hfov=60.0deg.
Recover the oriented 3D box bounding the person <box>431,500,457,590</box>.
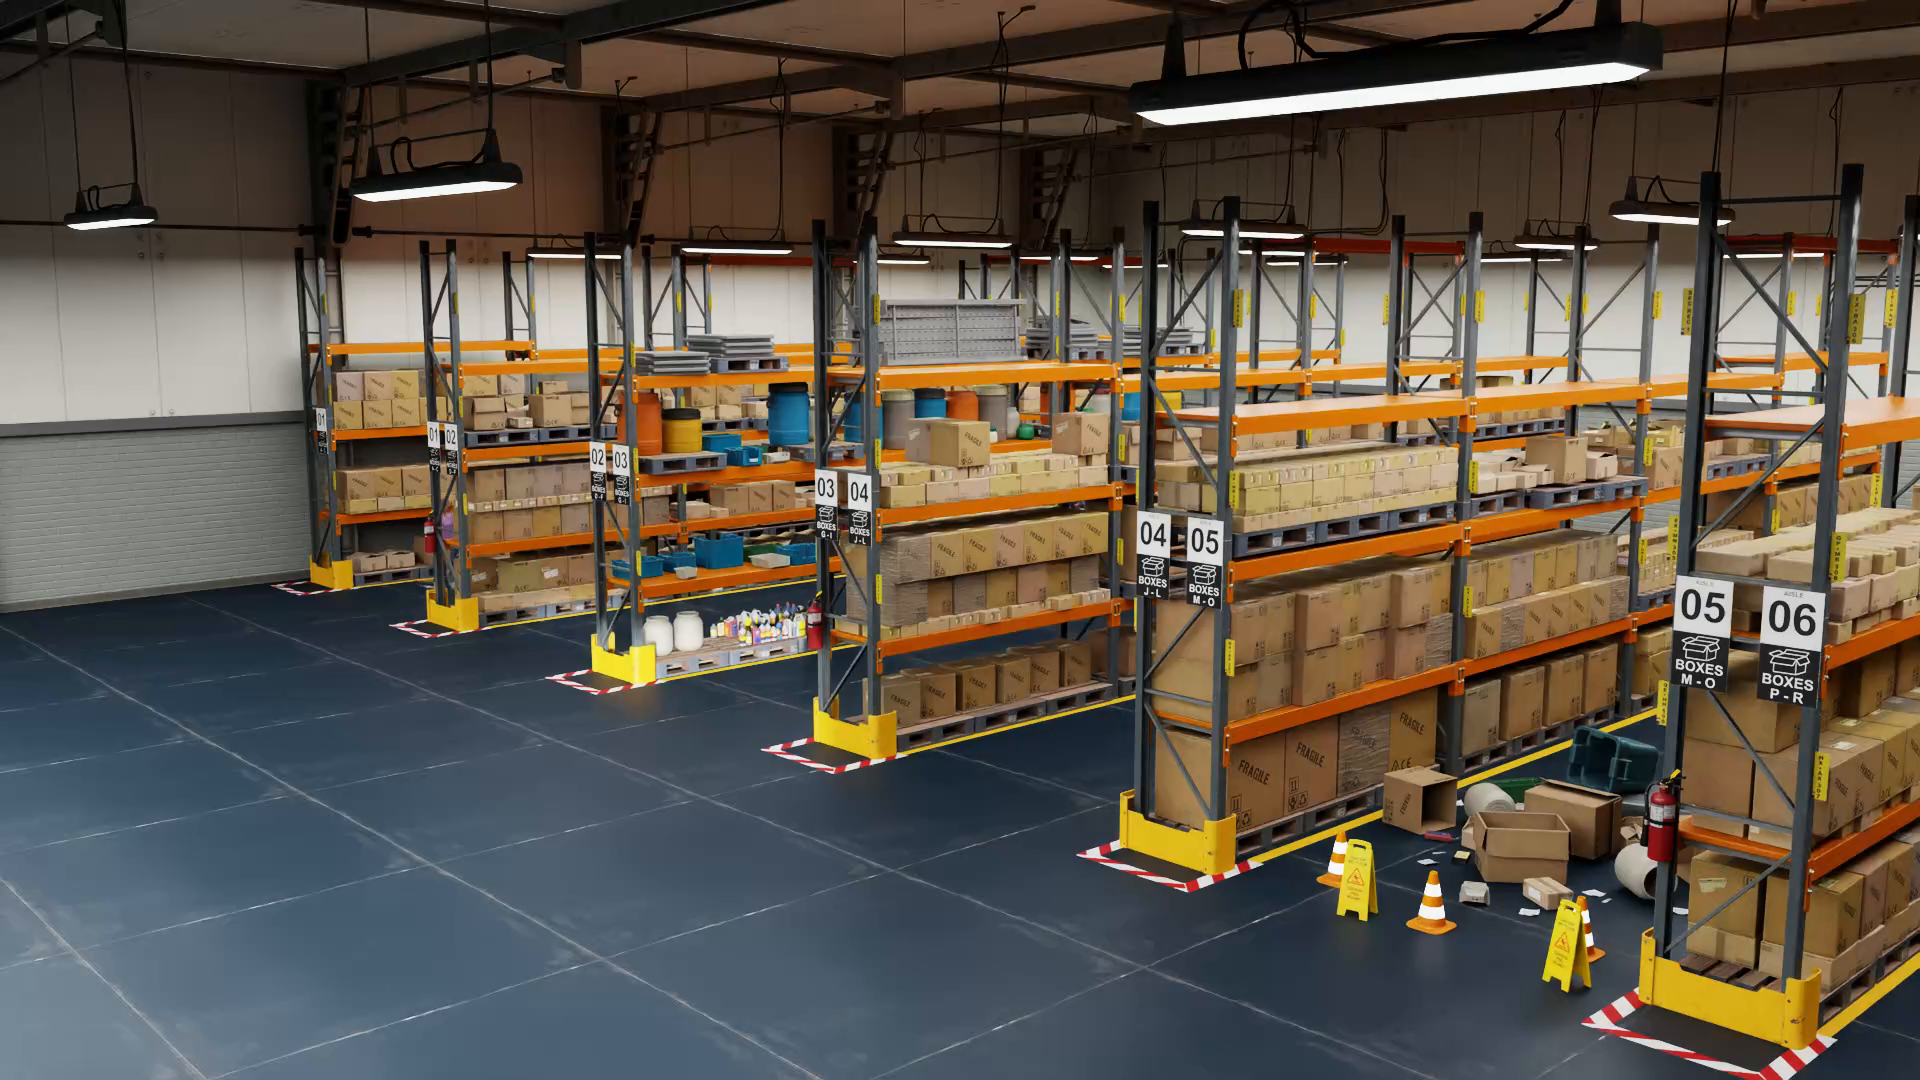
[{"bbox_3d":[-9.132,0.095,29.363,0.486,1.615,0.386,-2,9,-12],"label":"person"}]

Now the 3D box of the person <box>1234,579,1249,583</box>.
[{"bbox_3d":[3.584,1.202,21.531,0.499,1.693,0.449,2,9,12],"label":"person"}]
